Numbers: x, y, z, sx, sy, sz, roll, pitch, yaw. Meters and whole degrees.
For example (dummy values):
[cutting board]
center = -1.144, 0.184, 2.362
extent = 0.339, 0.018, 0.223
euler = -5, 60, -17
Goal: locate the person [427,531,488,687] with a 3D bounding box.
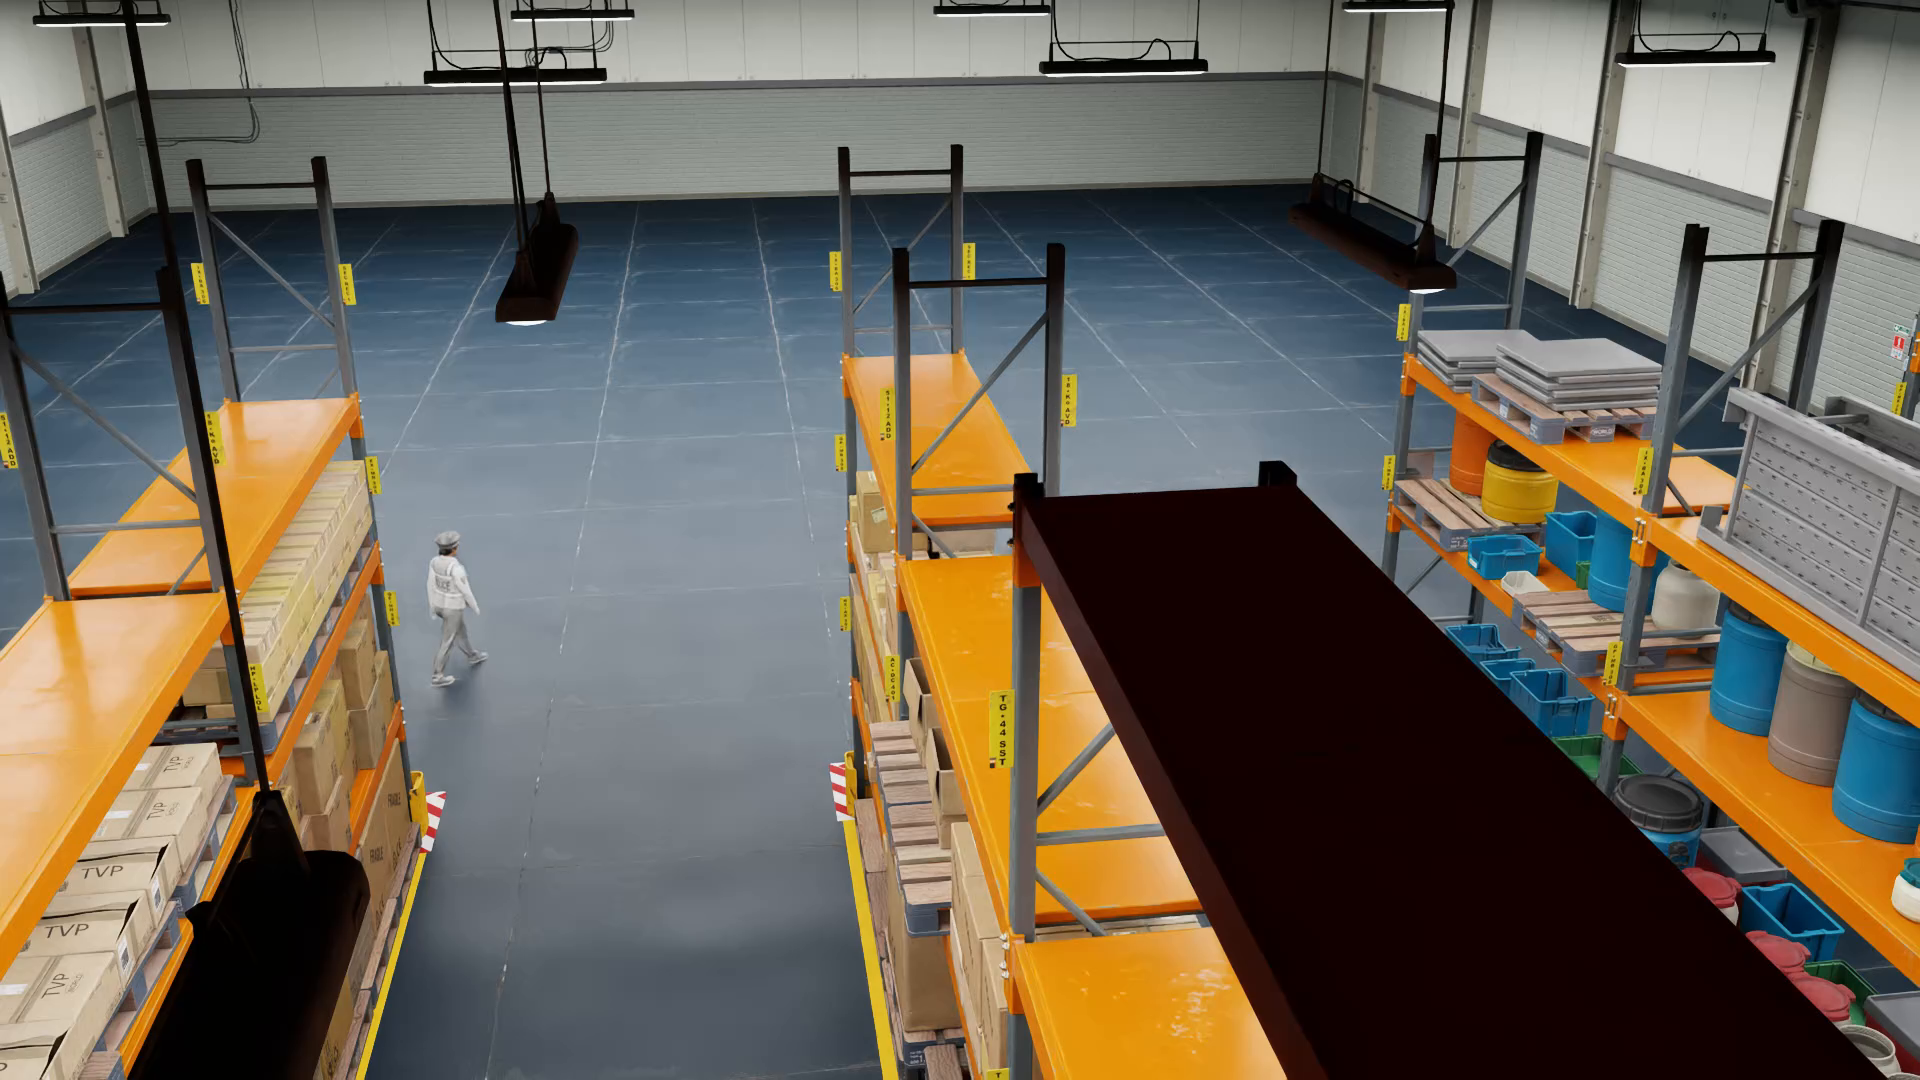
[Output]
[person]
center = -5.341, 0.691, 17.616
extent = 0.511, 1.632, 0.870
euler = 17, 28, 37
